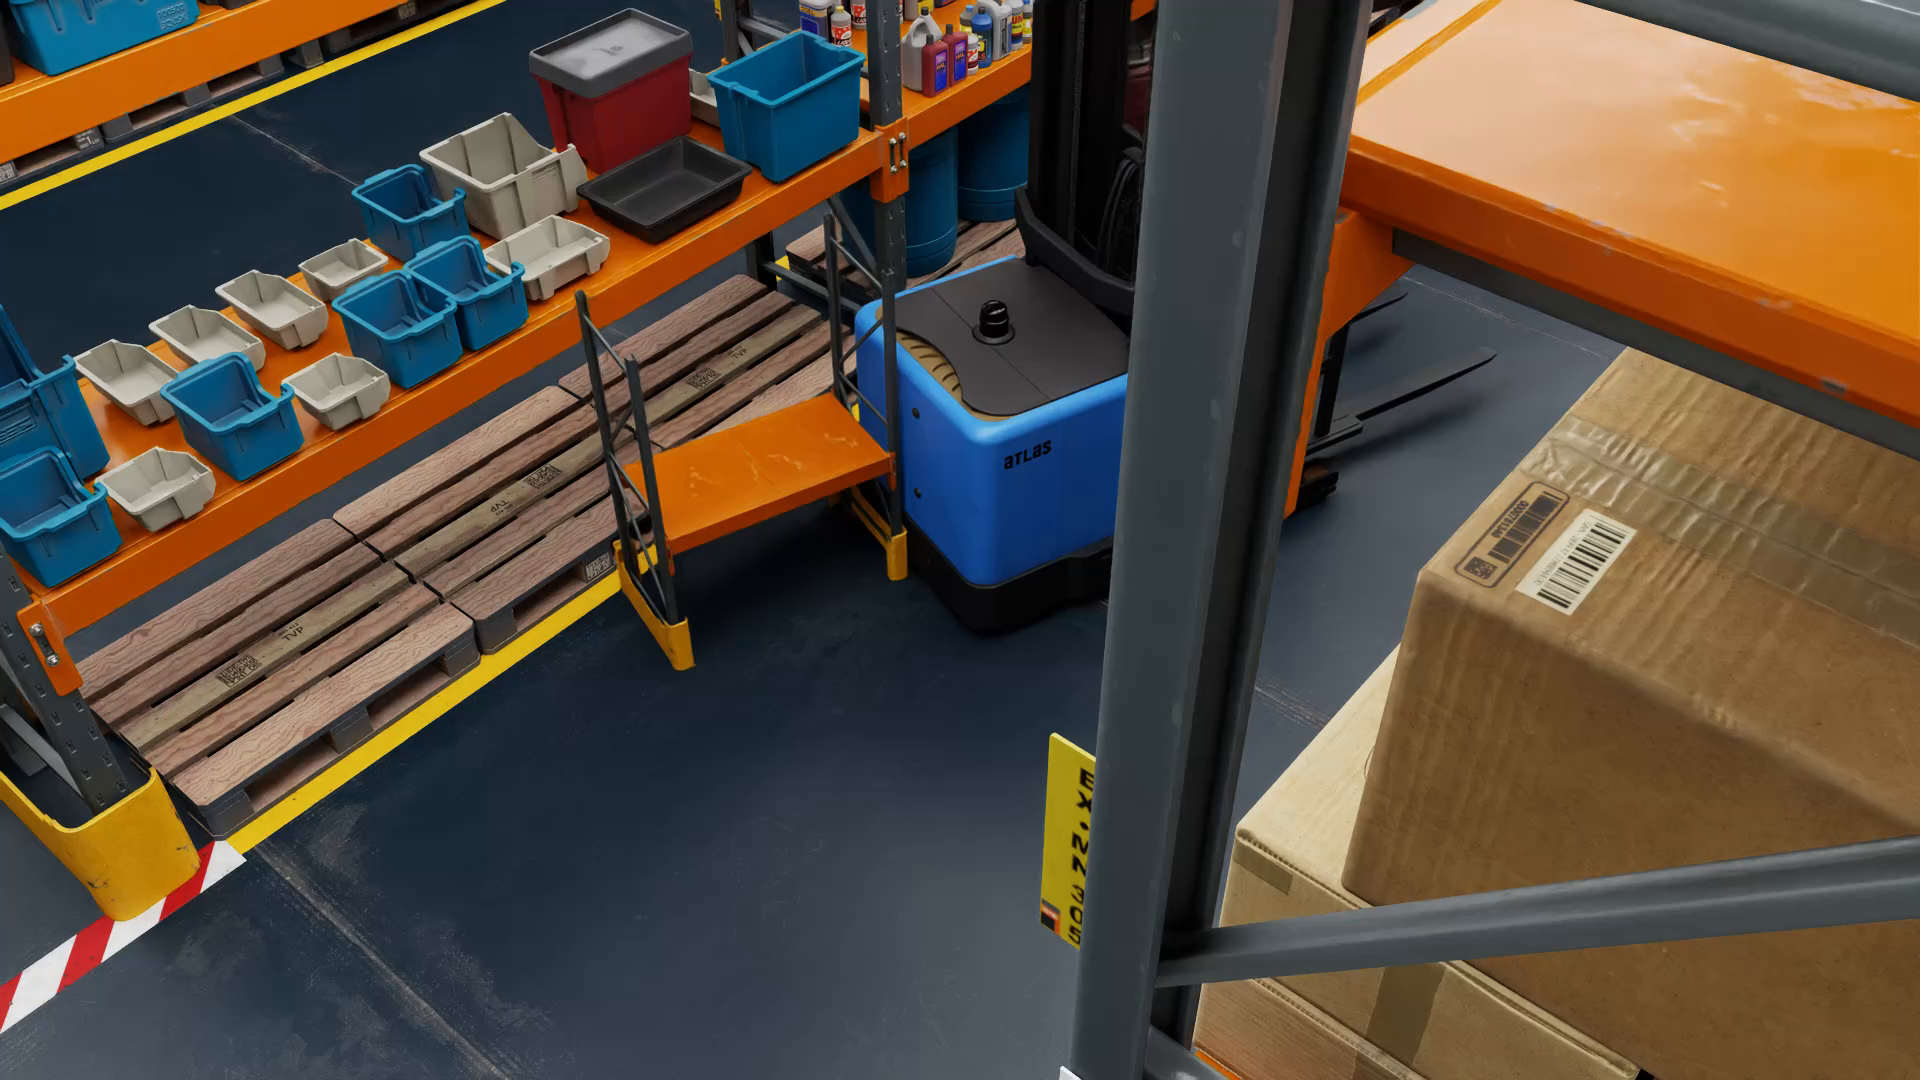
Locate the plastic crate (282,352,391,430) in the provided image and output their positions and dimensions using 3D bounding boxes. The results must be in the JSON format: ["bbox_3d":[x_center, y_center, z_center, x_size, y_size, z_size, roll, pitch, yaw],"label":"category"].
[{"bbox_3d":[-2.129,-0.510,5.733,0.250,0.136,0.298,29,50,28],"label":"plastic crate"}]

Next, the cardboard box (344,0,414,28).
[{"bbox_3d":[-4.067,-4.034,10.724,1.225,0.875,0.875,30,50,29],"label":"cardboard box"}]

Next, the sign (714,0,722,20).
[{"bbox_3d":[-1.092,-2.523,7.590,0.100,0.325,0.005,29,50,28],"label":"sign"}]

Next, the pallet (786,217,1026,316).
[{"bbox_3d":[-0.144,-1.529,8.775,1.003,0.211,1.213,29,50,28],"label":"pallet"}]

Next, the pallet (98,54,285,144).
[{"bbox_3d":[-5.013,-2.937,10.323,1.003,0.211,1.213,29,50,28],"label":"pallet"}]

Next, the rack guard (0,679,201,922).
[{"bbox_3d":[-3.252,0.821,5.976,1.175,0.500,0.348,29,50,28],"label":"rack guard"}]

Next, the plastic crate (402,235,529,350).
[{"bbox_3d":[-1.795,-0.900,6.090,0.416,0.233,0.300,29,50,28],"label":"plastic crate"}]

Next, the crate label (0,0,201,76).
[{"bbox_3d":[-2.406,-1.512,4.564,0.408,0.251,0.502,29,50,28],"label":"crate label"}]

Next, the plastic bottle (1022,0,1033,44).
[{"bbox_3d":[0.311,-2.468,7.883,0.097,0.201,0.097,0,42,0],"label":"plastic bottle"}]

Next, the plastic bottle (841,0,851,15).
[{"bbox_3d":[-0.552,-2.621,7.989,0.061,0.283,0.133,29,50,28],"label":"plastic bottle"}]

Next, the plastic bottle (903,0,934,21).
[{"bbox_3d":[-0.221,-2.716,8.044,0.144,0.351,0.185,29,50,28],"label":"plastic bottle"}]

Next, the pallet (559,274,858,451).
[{"bbox_3d":[-1.116,-0.755,7.923,1.003,0.211,1.213,29,50,28],"label":"pallet"}]

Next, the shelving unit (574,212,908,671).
[{"bbox_3d":[-0.826,-0.381,6.554,1.083,1.500,0.587,-22,47,-23],"label":"shelving unit"}]

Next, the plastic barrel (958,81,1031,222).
[{"bbox_3d":[0.146,-2.198,8.686,0.600,0.901,0.708,29,50,28],"label":"plastic barrel"}]

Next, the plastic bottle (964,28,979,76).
[{"bbox_3d":[0.036,-2.249,7.641,0.097,0.201,0.097,0,42,0],"label":"plastic bottle"}]

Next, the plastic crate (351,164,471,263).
[{"bbox_3d":[-2.121,-1.251,6.476,0.416,0.233,0.300,29,50,28],"label":"plastic crate"}]

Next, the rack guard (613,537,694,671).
[{"bbox_3d":[-1.251,0.257,6.782,0.087,0.250,0.587,-22,47,-23],"label":"rack guard"}]

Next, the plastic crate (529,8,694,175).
[{"bbox_3d":[-1.439,-1.877,6.992,0.402,0.464,0.583,29,50,28],"label":"plastic crate"}]

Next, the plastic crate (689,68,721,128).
[{"bbox_3d":[-1.081,-1.929,7.293,0.396,0.136,0.243,29,50,28],"label":"plastic crate"}]

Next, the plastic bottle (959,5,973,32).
[{"bbox_3d":[0.045,-2.415,7.824,0.097,0.201,0.097,0,42,0],"label":"plastic bottle"}]

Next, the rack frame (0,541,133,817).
[{"bbox_3d":[-3.247,-0.122,5.155,1.000,3.000,0.127,29,50,28],"label":"rack frame"}]

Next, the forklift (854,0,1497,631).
[{"bbox_3d":[1.085,-1.468,6.685,3.031,2.935,1.130,-22,47,-23],"label":"forklift"}]

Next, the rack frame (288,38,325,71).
[{"bbox_3d":[-4.463,-4.326,9.778,1.000,3.000,0.127,29,50,28],"label":"rack frame"}]

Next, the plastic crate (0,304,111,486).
[{"bbox_3d":[-3.174,-0.411,5.401,0.616,0.435,0.499,29,50,28],"label":"plastic crate"}]

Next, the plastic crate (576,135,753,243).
[{"bbox_3d":[-1.187,-1.410,6.731,0.437,0.125,0.590,29,50,28],"label":"plastic crate"}]

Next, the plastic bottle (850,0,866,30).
[{"bbox_3d":[-0.480,-2.565,7.989,0.097,0.201,0.097,0,42,0],"label":"plastic bottle"}]

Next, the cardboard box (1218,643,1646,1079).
[{"bbox_3d":[0.678,0.410,2.080,0.500,0.250,0.500,29,50,28],"label":"cardboard box"}]

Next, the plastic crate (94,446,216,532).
[{"bbox_3d":[-2.566,-0.161,5.349,0.250,0.136,0.298,29,50,28],"label":"plastic crate"}]

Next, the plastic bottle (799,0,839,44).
[{"bbox_3d":[-0.666,-2.479,7.839,0.152,0.276,0.135,29,50,28],"label":"plastic bottle"}]

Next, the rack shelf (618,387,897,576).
[{"bbox_3d":[-0.818,-0.251,6.678,1.000,0.185,0.538,-22,47,-23],"label":"rack shelf"}]

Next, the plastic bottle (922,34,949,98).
[{"bbox_3d":[-0.110,-2.143,7.464,0.061,0.283,0.133,29,50,28],"label":"plastic bottle"}]

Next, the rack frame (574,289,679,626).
[{"bbox_3d":[-1.252,-0.205,6.361,0.032,1.500,0.500,-22,47,-23],"label":"rack frame"}]

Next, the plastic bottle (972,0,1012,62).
[{"bbox_3d":[0.153,-2.398,7.750,0.152,0.276,0.135,29,50,28],"label":"plastic bottle"}]

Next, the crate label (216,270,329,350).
[{"bbox_3d":[-2.502,-0.842,6.098,0.396,0.136,0.243,29,50,28],"label":"crate label"}]

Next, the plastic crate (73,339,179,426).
[{"bbox_3d":[-2.860,-0.545,5.771,0.396,0.136,0.243,29,50,28],"label":"plastic crate"}]

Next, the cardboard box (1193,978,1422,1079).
[{"bbox_3d":[0.671,0.591,2.252,0.500,0.250,0.500,29,50,28],"label":"cardboard box"}]

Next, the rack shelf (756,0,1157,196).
[{"bbox_3d":[0.615,-2.946,8.795,1.077,0.370,4.000,29,50,28],"label":"rack shelf"}]

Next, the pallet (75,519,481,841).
[{"bbox_3d":[-2.686,0.502,6.541,1.003,0.211,1.213,29,50,28],"label":"pallet"}]
